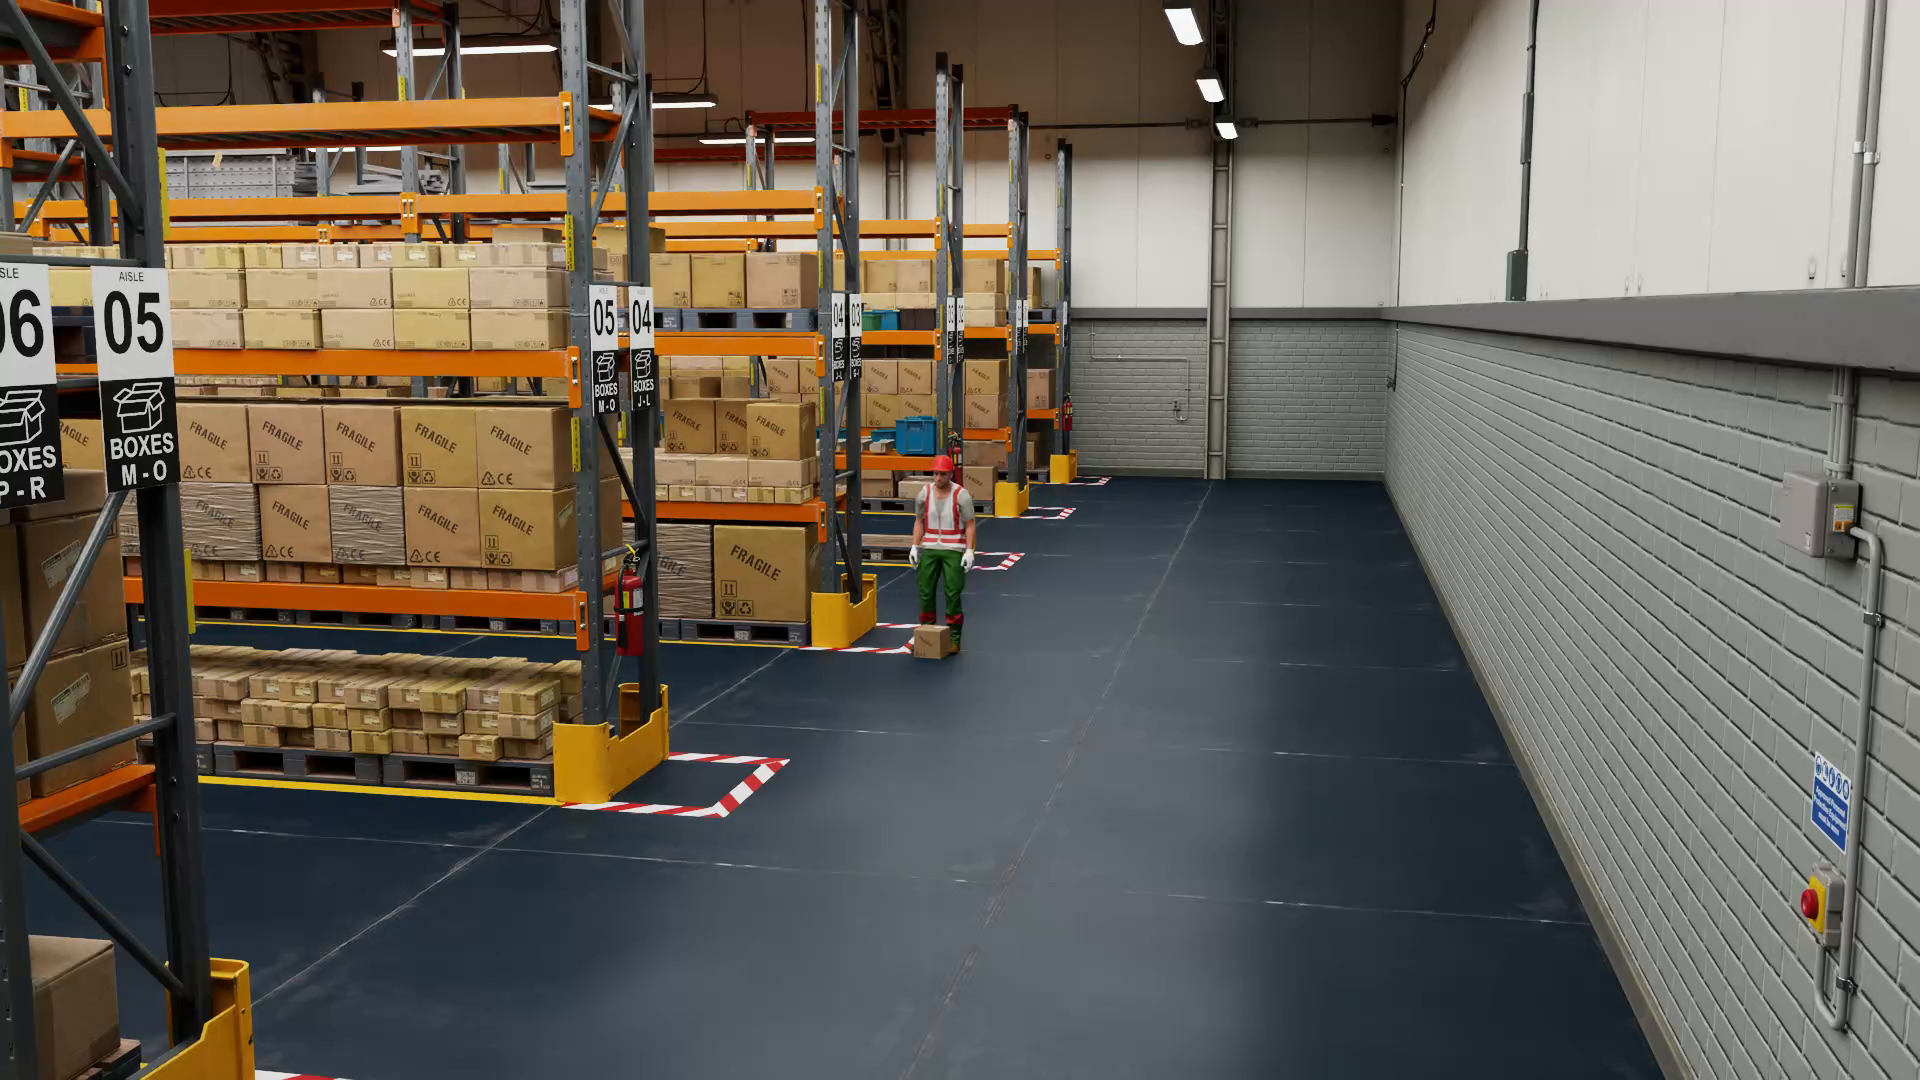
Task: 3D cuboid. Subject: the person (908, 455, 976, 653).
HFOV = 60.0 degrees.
[{"bbox_3d":[-0.159,0.121,14.881,0.615,1.778,0.453,3,8,19],"label":"person"}]
